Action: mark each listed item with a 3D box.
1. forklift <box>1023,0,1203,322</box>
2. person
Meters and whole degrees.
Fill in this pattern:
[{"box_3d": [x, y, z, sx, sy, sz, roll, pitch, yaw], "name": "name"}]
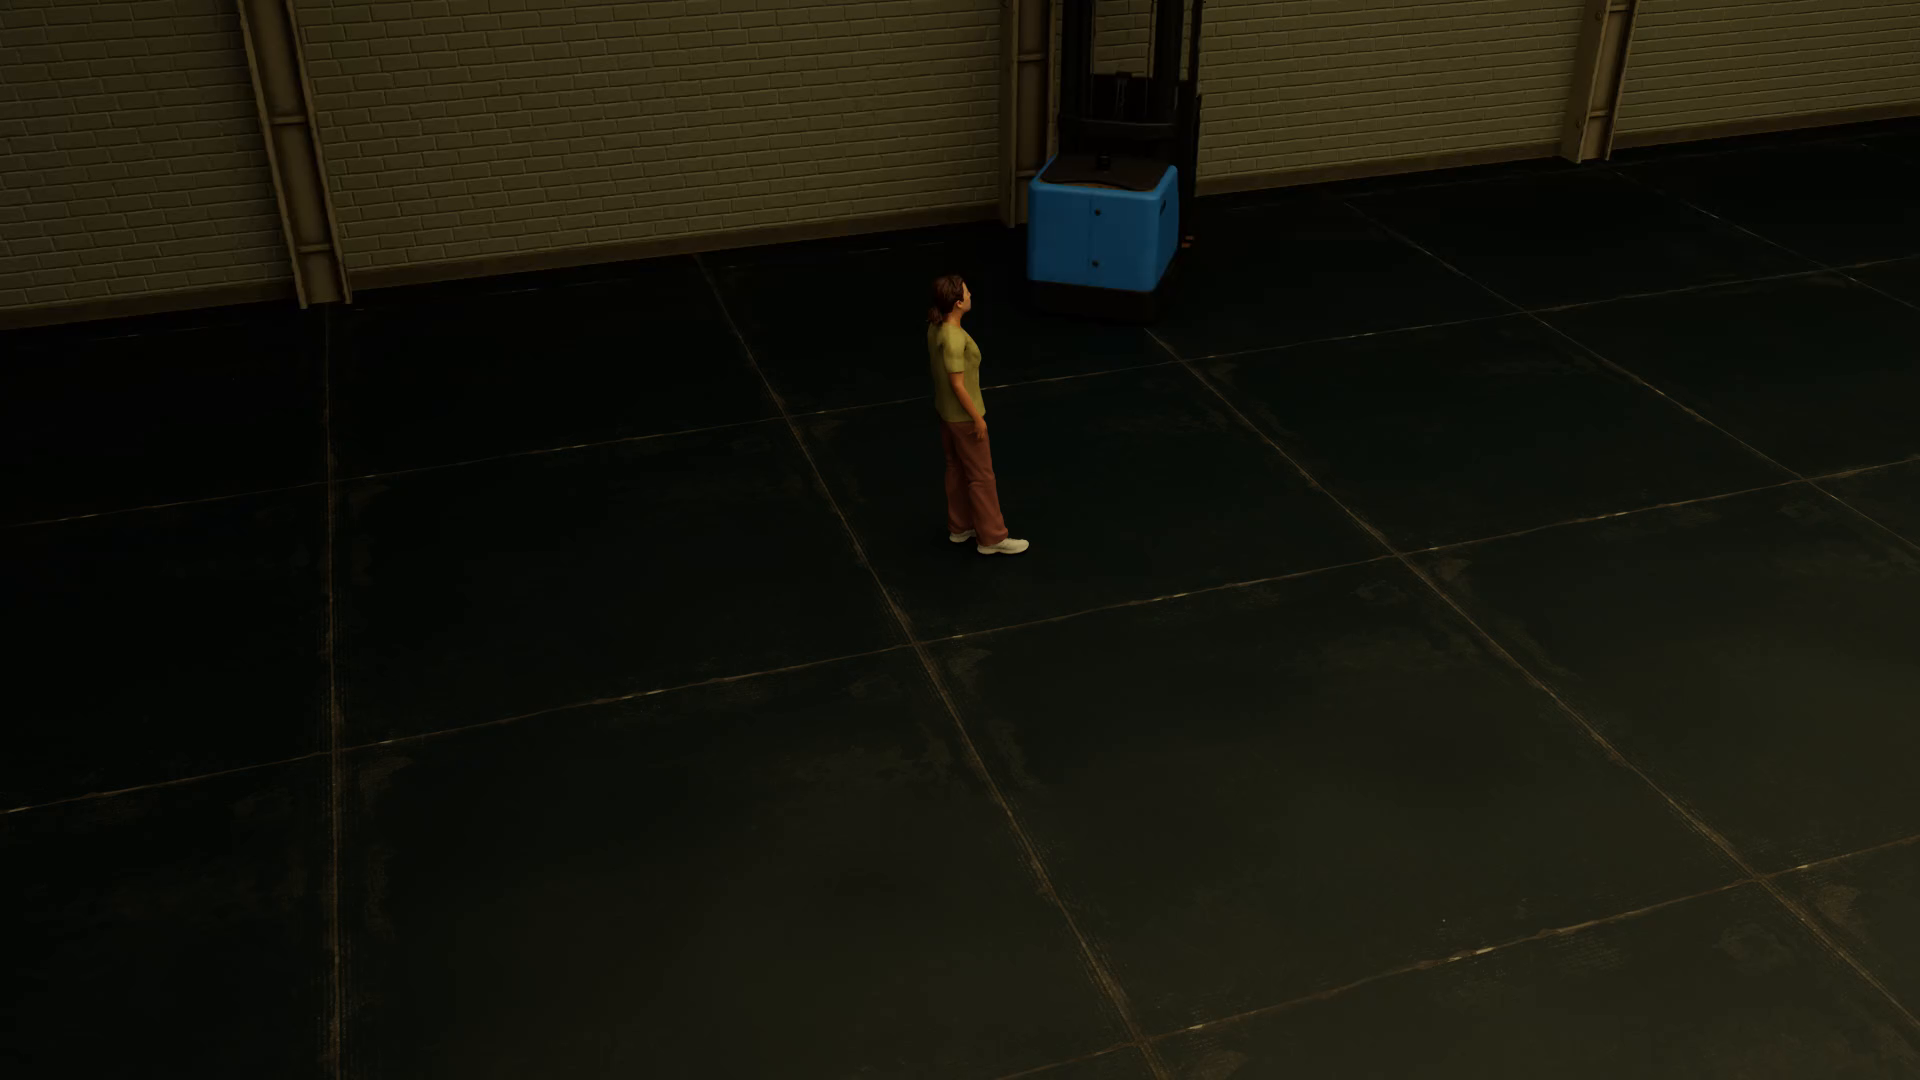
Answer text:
[{"box_3d": [1.410, -3.673, 13.471, 1.130, 2.935, 3.031, 8, 31, 14], "name": "forklift"}, {"box_3d": [0.073, -0.739, 9.615, 0.549, 1.675, 0.553, -10, 31, -16], "name": "person"}]
